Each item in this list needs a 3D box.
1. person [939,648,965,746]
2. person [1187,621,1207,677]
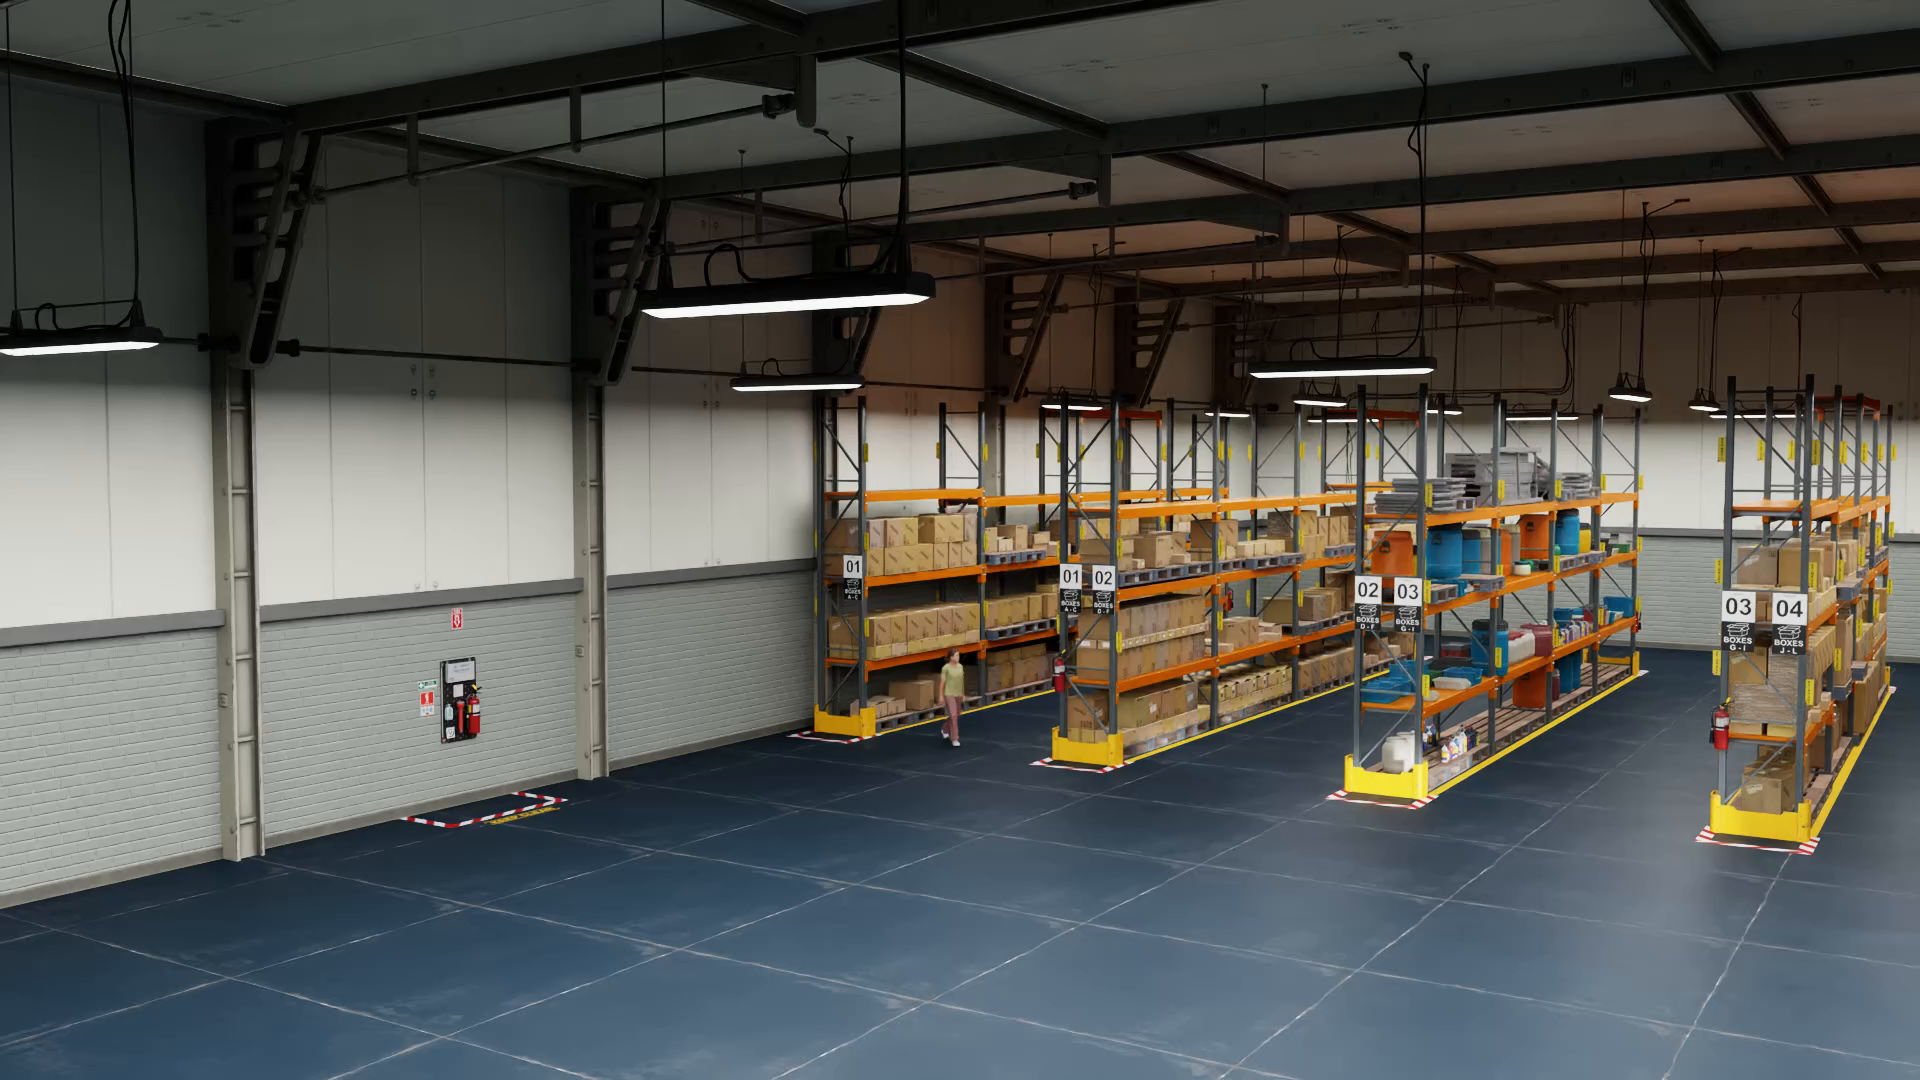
[{"bbox_3d":[-0.132,2.676,28.634,0.486,1.639,0.868,-2,4,-35],"label":"person"},{"bbox_3d":[4.966,2.297,34.604,0.593,1.802,0.403,0,3,7],"label":"person"}]
